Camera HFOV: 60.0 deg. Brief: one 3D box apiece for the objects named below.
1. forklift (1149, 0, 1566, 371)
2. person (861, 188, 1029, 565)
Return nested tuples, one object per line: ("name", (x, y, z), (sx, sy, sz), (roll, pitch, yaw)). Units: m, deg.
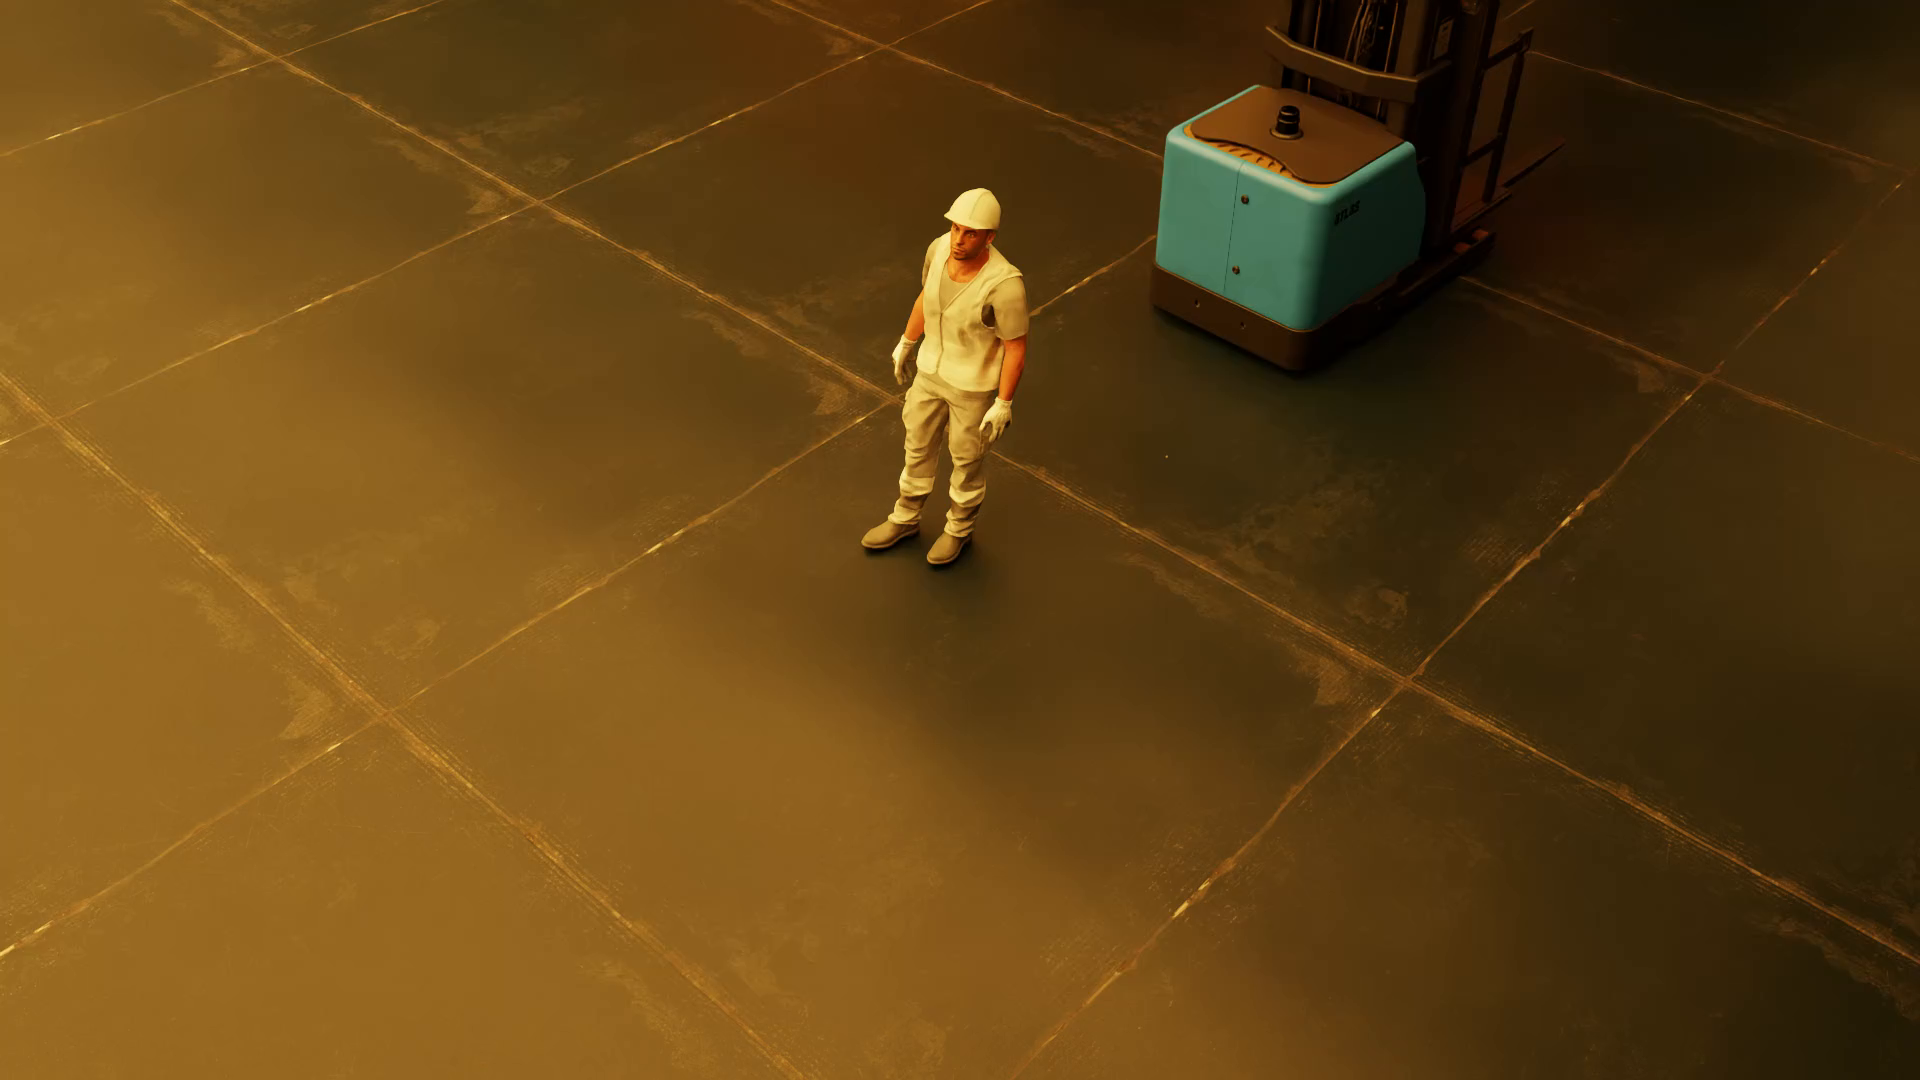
("forklift", (2.425, -2.847, 8.747), (1.130, 2.935, 3.031), (32, 50, 32))
("person", (-0.064, -0.651, 7.053), (0.637, 1.787, 0.563), (31, 49, 31))
